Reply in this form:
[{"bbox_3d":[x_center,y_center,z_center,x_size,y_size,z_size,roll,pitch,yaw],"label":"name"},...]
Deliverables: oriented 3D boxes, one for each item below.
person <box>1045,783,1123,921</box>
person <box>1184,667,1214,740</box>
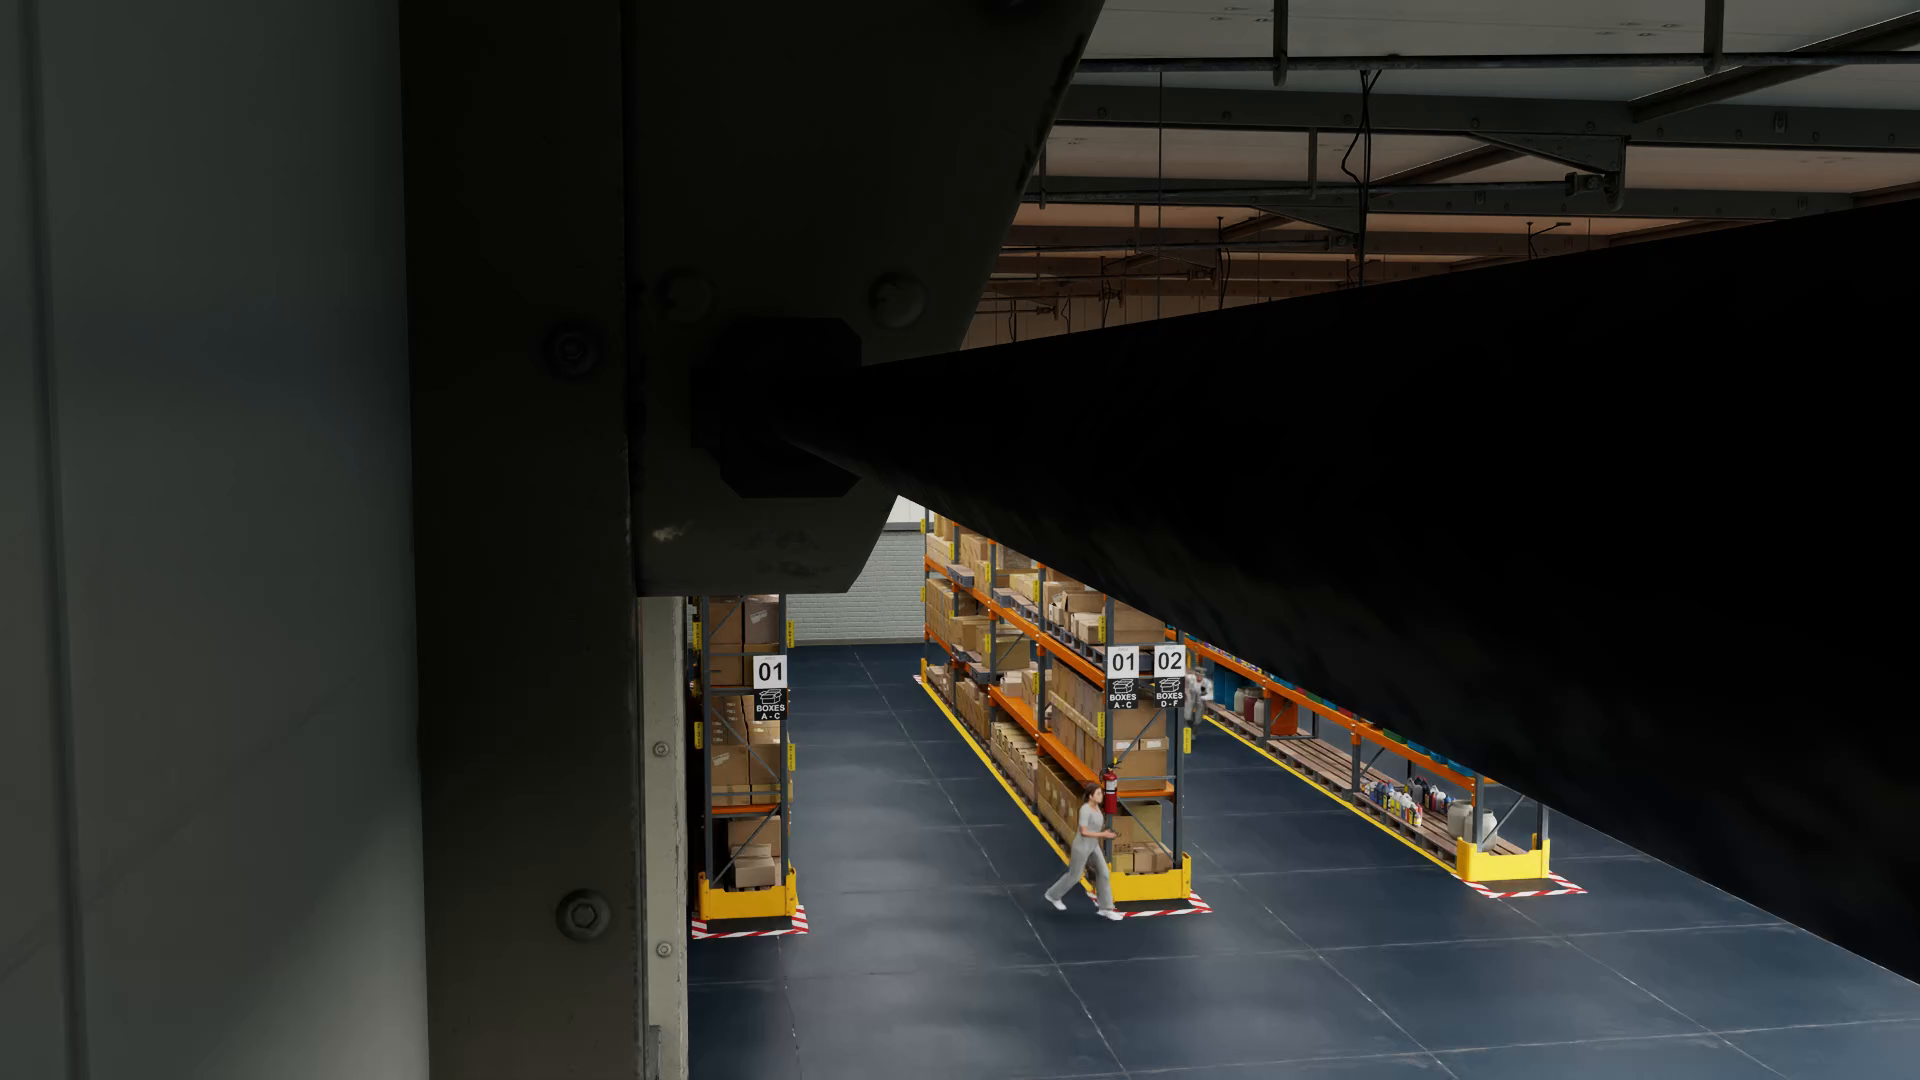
[{"bbox_3d":[1.475,3.731,20.045,0.969,1.662,0.515,3,6,32],"label":"person"},{"bbox_3d":[4.282,2.963,30.055,0.608,1.427,0.954,1,5,11],"label":"person"}]
